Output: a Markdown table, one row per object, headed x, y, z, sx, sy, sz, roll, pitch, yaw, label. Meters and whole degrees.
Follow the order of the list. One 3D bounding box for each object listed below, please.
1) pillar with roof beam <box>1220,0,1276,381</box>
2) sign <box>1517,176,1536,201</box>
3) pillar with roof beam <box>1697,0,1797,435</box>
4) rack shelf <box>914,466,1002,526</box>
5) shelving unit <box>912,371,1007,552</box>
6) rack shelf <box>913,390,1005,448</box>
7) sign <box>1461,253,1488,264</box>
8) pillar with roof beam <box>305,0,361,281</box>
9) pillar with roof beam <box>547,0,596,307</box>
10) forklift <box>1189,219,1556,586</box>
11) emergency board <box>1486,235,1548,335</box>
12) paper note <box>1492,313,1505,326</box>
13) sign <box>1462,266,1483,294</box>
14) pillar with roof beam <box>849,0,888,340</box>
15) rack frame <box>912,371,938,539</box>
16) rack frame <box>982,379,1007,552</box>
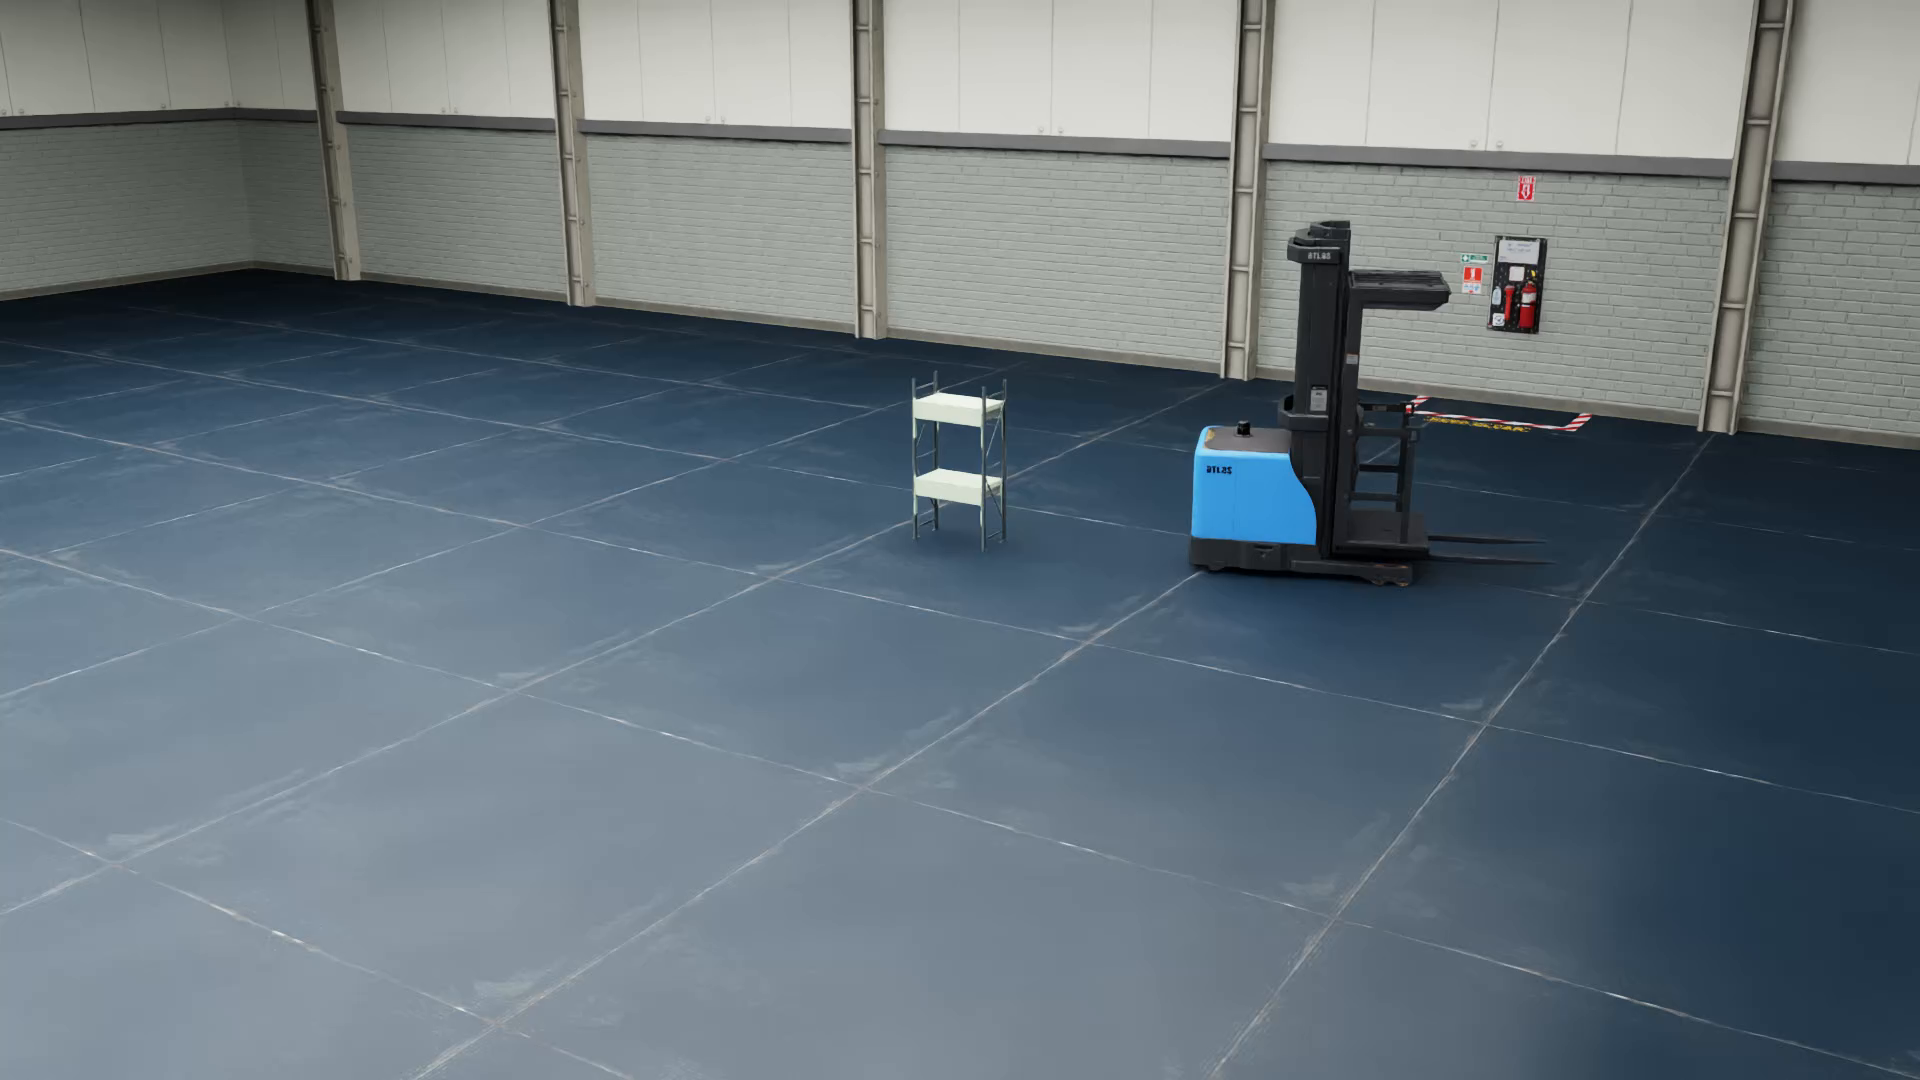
| x | y | z | sx | sy | sz | roll | pitch | yaw | label |
| --- | --- | --- | --- | --- | --- | --- | --- | --- | --- |
| 1.504 | -5.435 | 17.661 | 0.400 | 9.000 | 9.100 | 10 | 20 | 30 | pillar with roof beam |
| 6.829 | -4.239 | 20.055 | 0.199 | 0.298 | 0.001 | 10 | 20 | 30 | sign |
| 6.616 | -4.523 | 14.656 | 0.400 | 9.000 | 9.100 | 10 | 20 | 30 | pillar with roof beam |
| -0.006 | -0.407 | 15.130 | 0.720 | 0.370 | 0.431 | 10 | 20 | 30 | rack shelf |
| -0.006 | -0.719 | 15.035 | 0.755 | 1.500 | 0.431 | 10 | 20 | 30 | shelving unit |
| -0.006 | -1.092 | 14.922 | 0.720 | 0.370 | 0.431 | 10 | 20 | 30 | rack shelf |
| 6.366 | -3.481 | 20.576 | 0.331 | 0.109 | 0.001 | 10 | 20 | 30 | sign |
| -13.835 | -8.173 | 26.674 | 0.400 | 9.000 | 9.100 | 10 | 20 | 30 | pillar with roof beam |
| -8.722 | -7.261 | 23.670 | 0.400 | 9.000 | 9.100 | 10 | 20 | 30 | pillar with roof beam |
| 3.552 | -1.184 | 14.106 | 3.031 | 2.935 | 1.130 | 4 | 17 | 11 | forklift |
| 6.784 | -3.104 | 20.307 | 0.643 | 1.169 | 0.194 | 10 | 20 | 30 | emergency board |
| 6.669 | -2.726 | 20.580 | 0.142 | 0.148 | 0.016 | 10 | 20 | 30 | paper note |
| 6.366 | -3.230 | 20.662 | 0.234 | 0.329 | 0.001 | 10 | 20 | 30 | sign |
| -3.609 | -6.348 | 20.665 | 0.400 | 9.000 | 9.100 | 10 | 20 | 30 | pillar with roof beam |
| -0.318 | -0.774 | 15.219 | 0.023 | 1.500 | 0.400 | 10 | 20 | 30 | rack frame |
| 0.306 | -0.663 | 14.852 | 0.023 | 1.500 | 0.400 | 10 | 20 | 30 | rack frame |
